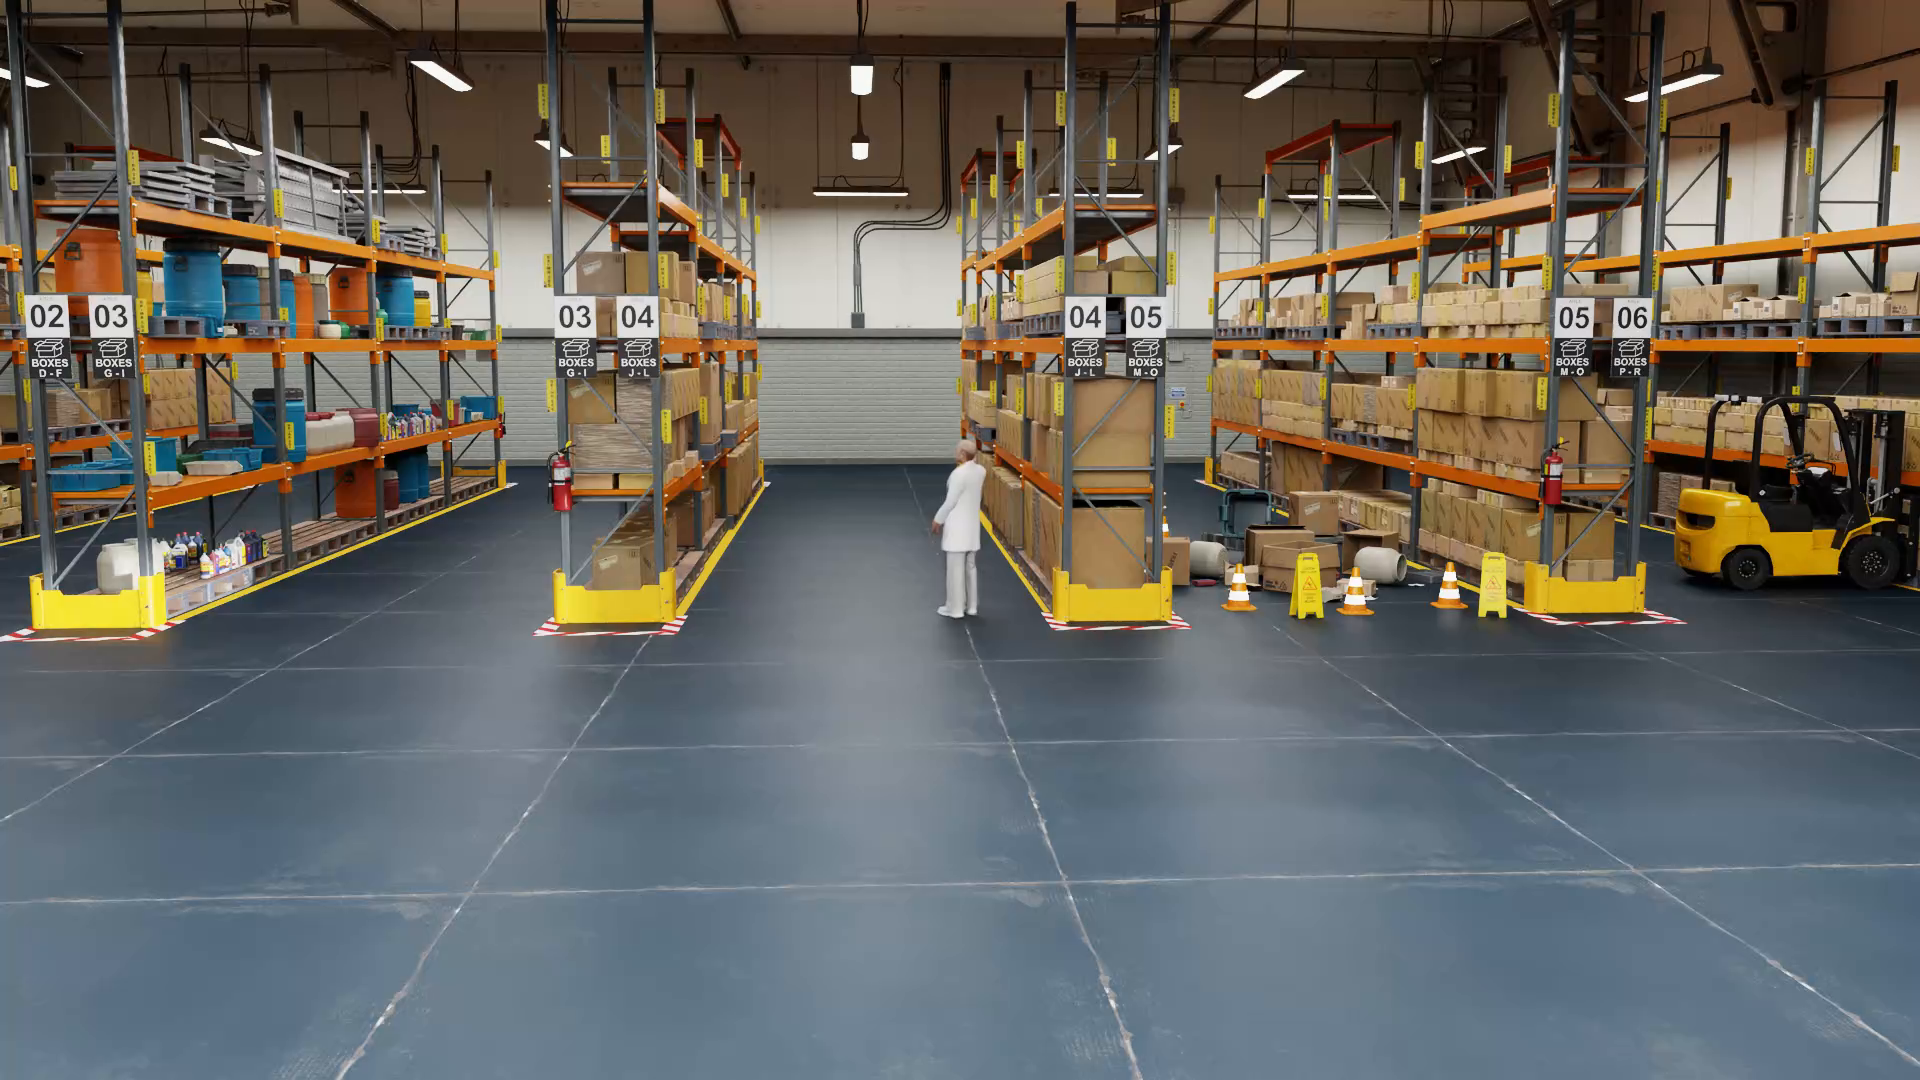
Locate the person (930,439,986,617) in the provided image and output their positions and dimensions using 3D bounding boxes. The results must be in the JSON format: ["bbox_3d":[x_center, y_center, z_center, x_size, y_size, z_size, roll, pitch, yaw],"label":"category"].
[{"bbox_3d":[-0.017,-0.123,16.734,0.473,1.787,0.627,4,8,30],"label":"person"}]
